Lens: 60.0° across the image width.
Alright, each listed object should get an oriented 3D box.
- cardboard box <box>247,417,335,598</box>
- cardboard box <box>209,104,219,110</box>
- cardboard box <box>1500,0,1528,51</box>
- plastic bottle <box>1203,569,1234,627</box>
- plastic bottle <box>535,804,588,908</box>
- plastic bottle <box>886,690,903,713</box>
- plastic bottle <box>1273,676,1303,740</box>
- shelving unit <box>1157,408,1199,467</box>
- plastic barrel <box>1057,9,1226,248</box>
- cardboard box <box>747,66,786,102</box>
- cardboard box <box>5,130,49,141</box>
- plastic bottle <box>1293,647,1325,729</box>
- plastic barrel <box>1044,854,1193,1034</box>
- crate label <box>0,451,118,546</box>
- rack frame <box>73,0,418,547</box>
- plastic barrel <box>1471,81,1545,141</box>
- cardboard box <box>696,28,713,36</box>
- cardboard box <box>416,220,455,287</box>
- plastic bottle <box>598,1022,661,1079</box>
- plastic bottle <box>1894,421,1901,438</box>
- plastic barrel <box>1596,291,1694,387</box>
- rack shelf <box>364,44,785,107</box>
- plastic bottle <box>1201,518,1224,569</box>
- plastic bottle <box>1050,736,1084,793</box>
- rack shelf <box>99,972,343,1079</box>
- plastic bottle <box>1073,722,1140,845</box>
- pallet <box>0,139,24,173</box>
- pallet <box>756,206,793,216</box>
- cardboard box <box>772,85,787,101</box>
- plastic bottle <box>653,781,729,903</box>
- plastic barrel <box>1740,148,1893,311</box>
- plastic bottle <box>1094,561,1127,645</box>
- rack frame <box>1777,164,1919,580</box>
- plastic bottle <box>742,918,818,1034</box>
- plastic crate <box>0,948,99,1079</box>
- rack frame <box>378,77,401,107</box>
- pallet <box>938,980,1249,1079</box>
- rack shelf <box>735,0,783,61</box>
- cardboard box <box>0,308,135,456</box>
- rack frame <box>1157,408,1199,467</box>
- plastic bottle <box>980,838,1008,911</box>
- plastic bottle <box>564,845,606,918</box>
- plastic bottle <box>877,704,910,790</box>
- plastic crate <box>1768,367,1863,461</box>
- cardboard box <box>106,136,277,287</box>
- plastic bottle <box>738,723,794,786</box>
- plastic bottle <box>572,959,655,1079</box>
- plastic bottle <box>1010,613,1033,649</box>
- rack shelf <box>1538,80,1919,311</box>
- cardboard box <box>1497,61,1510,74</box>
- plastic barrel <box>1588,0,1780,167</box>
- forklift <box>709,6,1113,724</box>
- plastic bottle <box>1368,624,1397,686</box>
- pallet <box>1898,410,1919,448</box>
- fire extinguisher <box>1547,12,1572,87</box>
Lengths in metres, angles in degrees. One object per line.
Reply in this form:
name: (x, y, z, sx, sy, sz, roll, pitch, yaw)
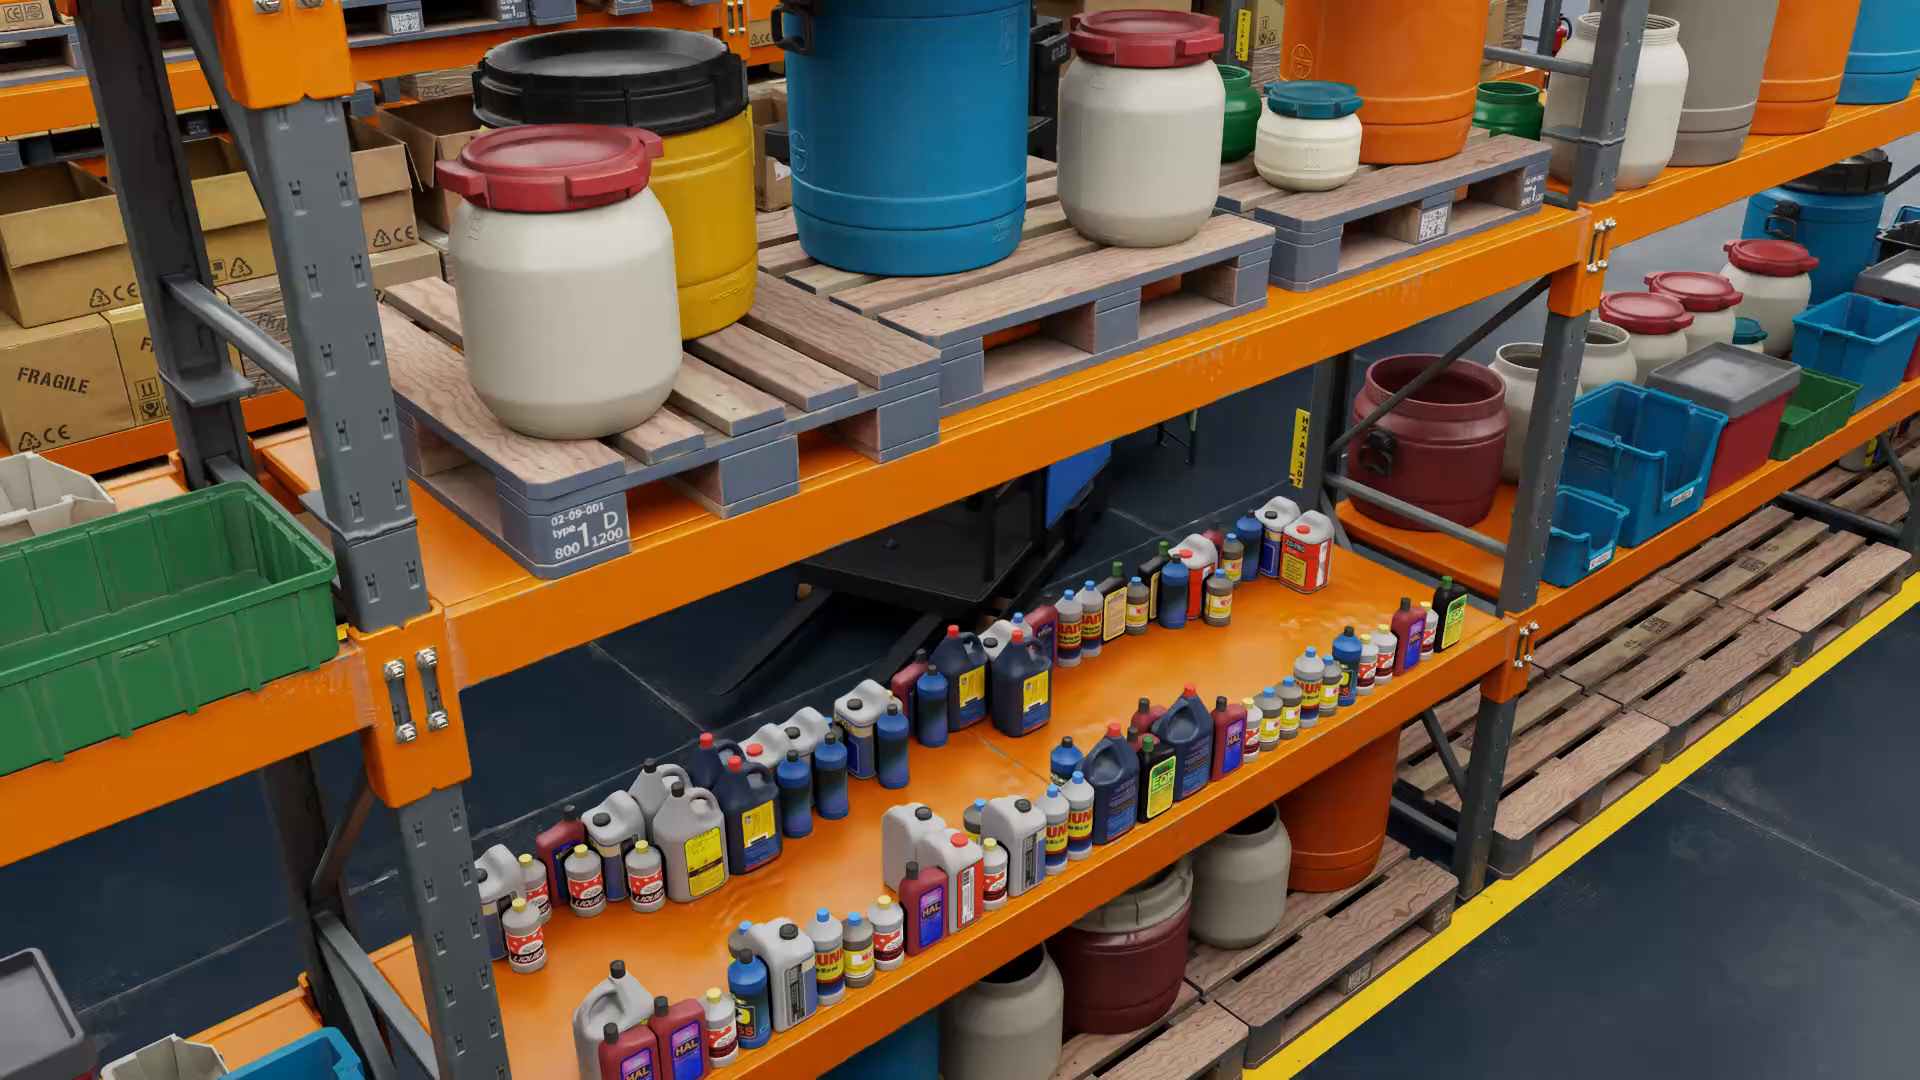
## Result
cardboard box: (-3.390, -0.364, 8.557, 0.875, 0.875, 1.225, -23, 36, -37)
cardboard box: (-5.297, -3.202, 11.879, 0.250, 0.149, 0.380, -22, 35, -36)
cardboard box: (4.150, -4.327, 13.742, 0.500, 0.500, 0.875, -22, 35, -35)
plastic bottle: (0.919, 0.198, 5.908, 0.097, 0.201, 0.097, 0, 28, 0)
plastic bottle: (-1.092, 0.865, 4.573, 0.133, 0.283, 0.061, -22, 35, -35)
plastic bottle: (-0.227, 0.565, 5.221, 0.097, 0.201, 0.097, 0, 28, 0)
plastic bottle: (1.038, 0.526, 5.294, 0.097, 0.201, 0.097, 0, 28, 0)
shelving unit: (0.996, -1.119, 9.752, 0.755, 1.500, 0.431, -13, 31, -22)
plastic barrel: (0.464, -1.058, 4.276, 0.433, 0.535, 0.433, 0, 28, 0)
cardboard box: (-2.013, -3.866, 15.244, 0.750, 0.750, 1.050, -22, 35, -35)
cardboard box: (-6.302, -2.795, 11.118, 0.250, 0.149, 0.380, -24, 36, -37)
plastic bottle: (1.113, 0.465, 5.333, 0.097, 0.271, 0.097, 0, 28, 0)
plastic barrel: (0.495, 1.293, 5.761, 0.708, 0.588, 0.600, -22, 35, -35)
crate label: (-1.888, -0.024, 3.209, 0.466, 0.136, 0.293, -22, 35, -35)
rack frame: (-1.328, -1.509, 2.526, 0.127, 3.000, 1.000, -22, 35, -35)
plastic barrel: (1.869, -1.435, 5.735, 0.294, 0.245, 0.294, 0, 28, 0)
cardboard box: (-2.207, -4.530, 14.437, 0.500, 0.500, 0.500, -22, 35, -35)
cardboard box: (-2.491, -1.356, 8.500, 0.500, 0.500, 0.500, -23, 36, -36)
plastic bottle: (-0.772, 1.229, 3.891, 0.133, 0.283, 0.061, -22, 35, -35)
plastic bottle: (5.538, -0.735, 9.859, 0.133, 0.283, 0.061, -22, 35, -35)
plastic barrel: (3.000, -0.799, 7.419, 0.433, 0.535, 0.433, 0, 28, 0)
rack shelf: (-3.121, -3.966, 14.253, 4.000, 0.370, 1.077, -22, 35, -35)
plastic bottle: (0.896, 0.066, 6.069, 0.133, 0.283, 0.061, -22, 35, -35)
plastic bottle: (0.313, 0.698, 4.898, 0.097, 0.271, 0.097, 0, 28, 0)
rack shelf: (-2.850, 2.066, 2.965, 4.000, 0.370, 1.077, -22, 35, -35)
plastic bottle: (0.424, 0.693, 4.824, 0.185, 0.351, 0.144, -22, 35, -35)
pallet: (-7.009, -2.545, 11.034, 1.213, 0.211, 1.003, -22, 35, -35)
pallet: (-1.027, -2.034, 10.077, 1.003, 0.211, 1.213, -22, 35, -35)
cardboard box: (-0.755, -2.478, 10.153, 0.500, 0.500, 0.700, -16, 32, -28)
plastic bottle: (-0.748, 0.812, 4.600, 0.185, 0.351, 0.144, -22, 35, -35)
plastic barrel: (4.267, -1.522, 8.383, 0.708, 0.901, 0.600, -22, 35, -35)
plastic bottle: (0.517, 0.218, 5.783, 0.133, 0.283, 0.061, -22, 35, -35)
rack frame: (4.758, -1.310, 8.519, 0.127, 3.000, 1.000, -22, 35, -35)
plastic bottle: (-0.450, 1.075, 4.188, 0.135, 0.276, 0.152, -22, 35, -35)
plastic crate: (-2.170, 1.266, 3.568, 0.583, 0.464, 0.402, -22, 35, -35)
rack frame: (-4.642, -3.672, 12.938, 0.127, 3.000, 1.000, -22, 35, -35)
pallet: (0.214, 1.771, 5.713, 1.213, 0.211, 1.003, -22, 35, -35)
rack shelf: (0.022, -3.480, 10.160, 4.000, 0.370, 1.077, -22, 35, -35)
cardboard box: (-4.031, -0.734, 7.335, 0.500, 0.500, 0.500, -22, 35, -35)
rack frame: (1.327, -1.193, 9.890, 0.023, 1.500, 0.400, -13, 31, -22)
plastic bottle: (0.082, 0.911, 4.574, 0.097, 0.201, 0.097, 0, 28, 0)
plastic bottle: (-1.027, 0.924, 4.549, 0.097, 0.201, 0.097, 0, 28, 0)
plastic bottle: (-0.203, 0.618, 5.047, 0.097, 0.271, 0.097, 0, 28, 0)
plastic crate: (3.616, -0.583, 7.383, 0.662, 0.188, 0.450, -22, 35, -35)
cardboard box: (-3.533, -1.530, 7.759, 0.637, 0.503, 0.797, -21, 35, -34)
plastic bottle: (-0.577, 0.689, 4.909, 0.135, 0.276, 0.152, -22, 35, -35)
plastic bottle: (-0.819, 1.155, 3.959, 0.185, 0.351, 0.144, -22, 35, -35)
plastic bottle: (0.191, 0.366, 5.520, 0.097, 0.271, 0.097, 0, 28, 0)
rack shelf: (3.236, -1.704, 6.837, 4.000, 0.370, 1.077, -22, 35, -35)
cardboard box: (4.313, -3.962, 13.747, 0.250, 0.149, 0.380, -22, 35, -35)
plastic barrel: (2.480, -1.804, 5.729, 0.600, 0.901, 0.600, 0, 28, 0)
forklift: (-0.200, -0.989, 7.991, 1.130, 2.935, 3.031, 12, 30, 22)
plastic bottle: (1.409, 0.377, 5.573, 0.097, 0.201, 0.097, 0, 28, 0)
pallet: (6.224, -0.646, 10.235, 1.213, 0.211, 1.003, -22, 35, -35)
fire extinguisher: (4.972, -4.146, 13.907, 0.183, 0.674, 0.296, -22, 35, -35)
